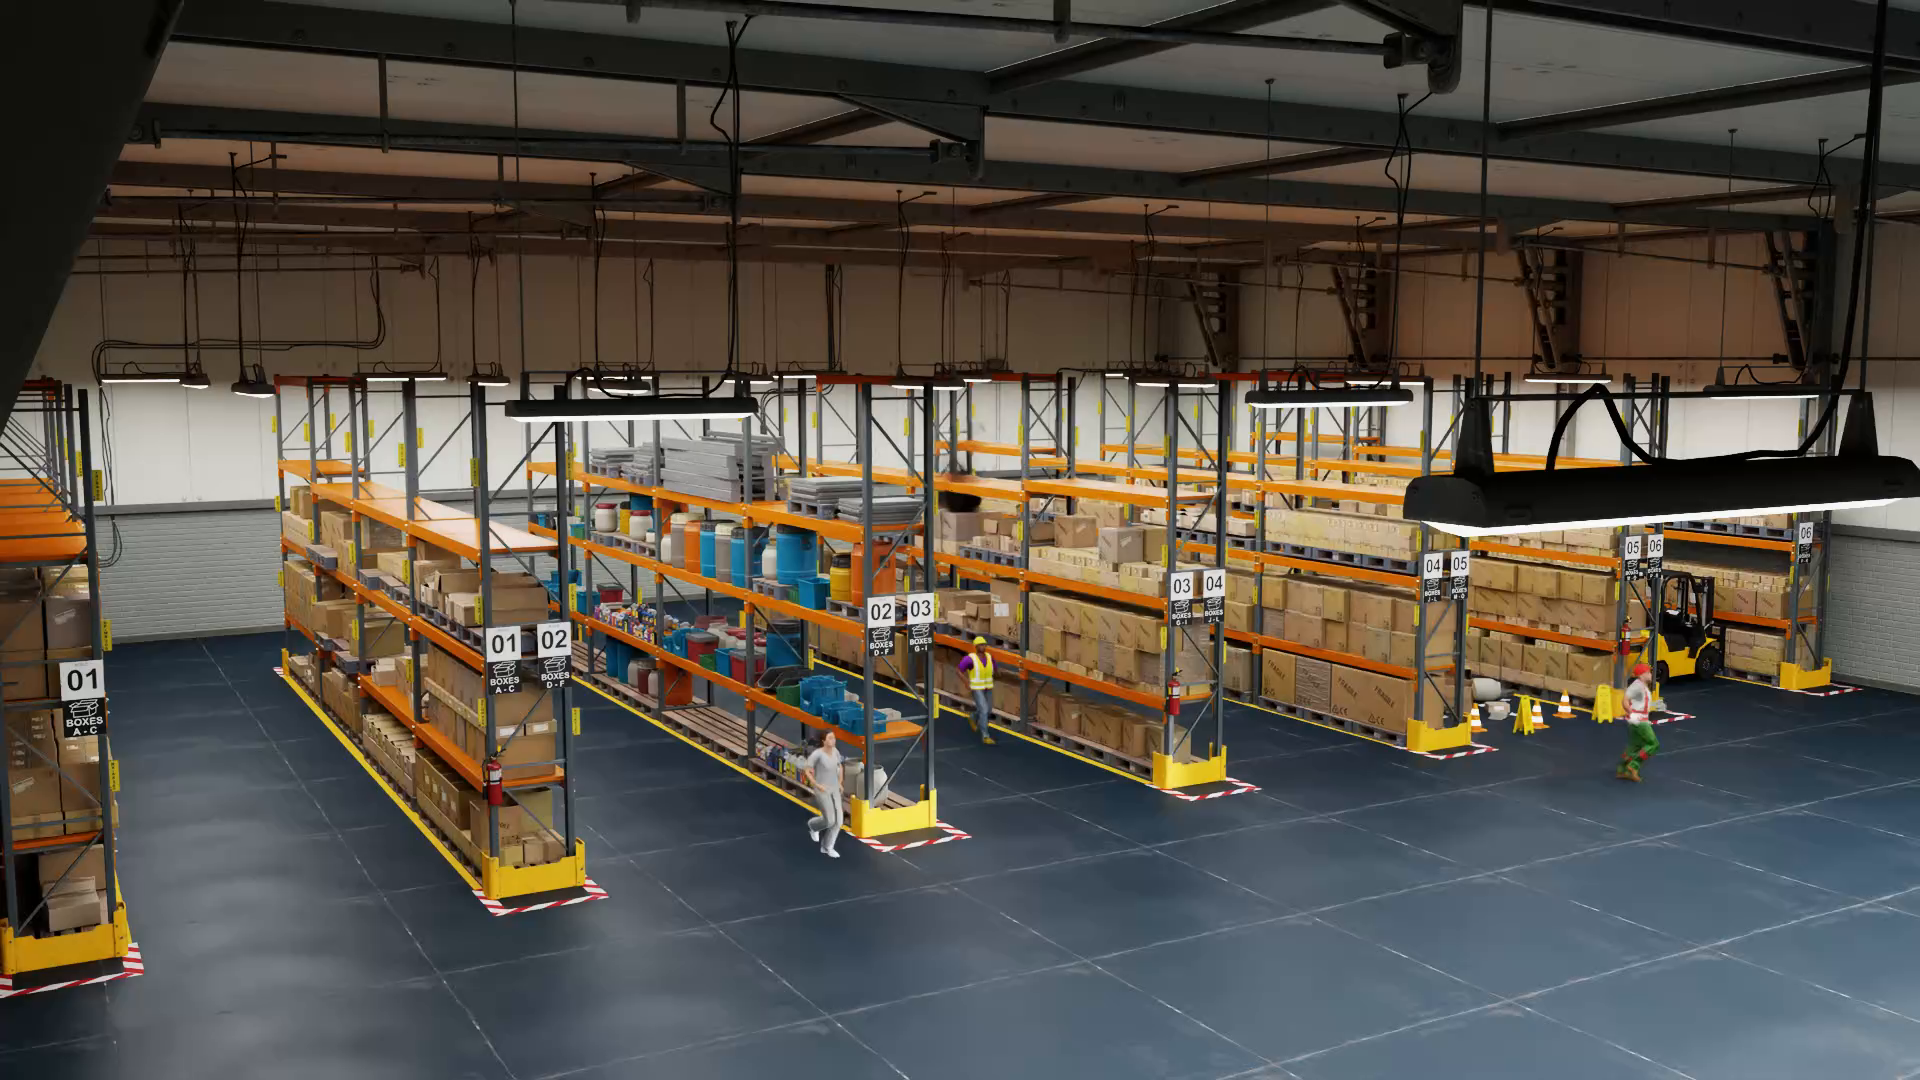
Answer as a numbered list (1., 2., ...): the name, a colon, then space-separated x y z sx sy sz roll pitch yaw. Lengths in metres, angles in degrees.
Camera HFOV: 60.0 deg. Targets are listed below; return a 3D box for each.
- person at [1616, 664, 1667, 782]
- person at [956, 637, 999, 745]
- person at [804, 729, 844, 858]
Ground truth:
1. person: 10.217 2.729 24.905 0.667 1.770 0.624 2 7 20
2. person: 0.335 2.460 27.464 0.714 1.743 0.907 -4 7 -33
3. person: -1.729 3.210 21.275 0.588 1.632 0.562 -5 8 -41
